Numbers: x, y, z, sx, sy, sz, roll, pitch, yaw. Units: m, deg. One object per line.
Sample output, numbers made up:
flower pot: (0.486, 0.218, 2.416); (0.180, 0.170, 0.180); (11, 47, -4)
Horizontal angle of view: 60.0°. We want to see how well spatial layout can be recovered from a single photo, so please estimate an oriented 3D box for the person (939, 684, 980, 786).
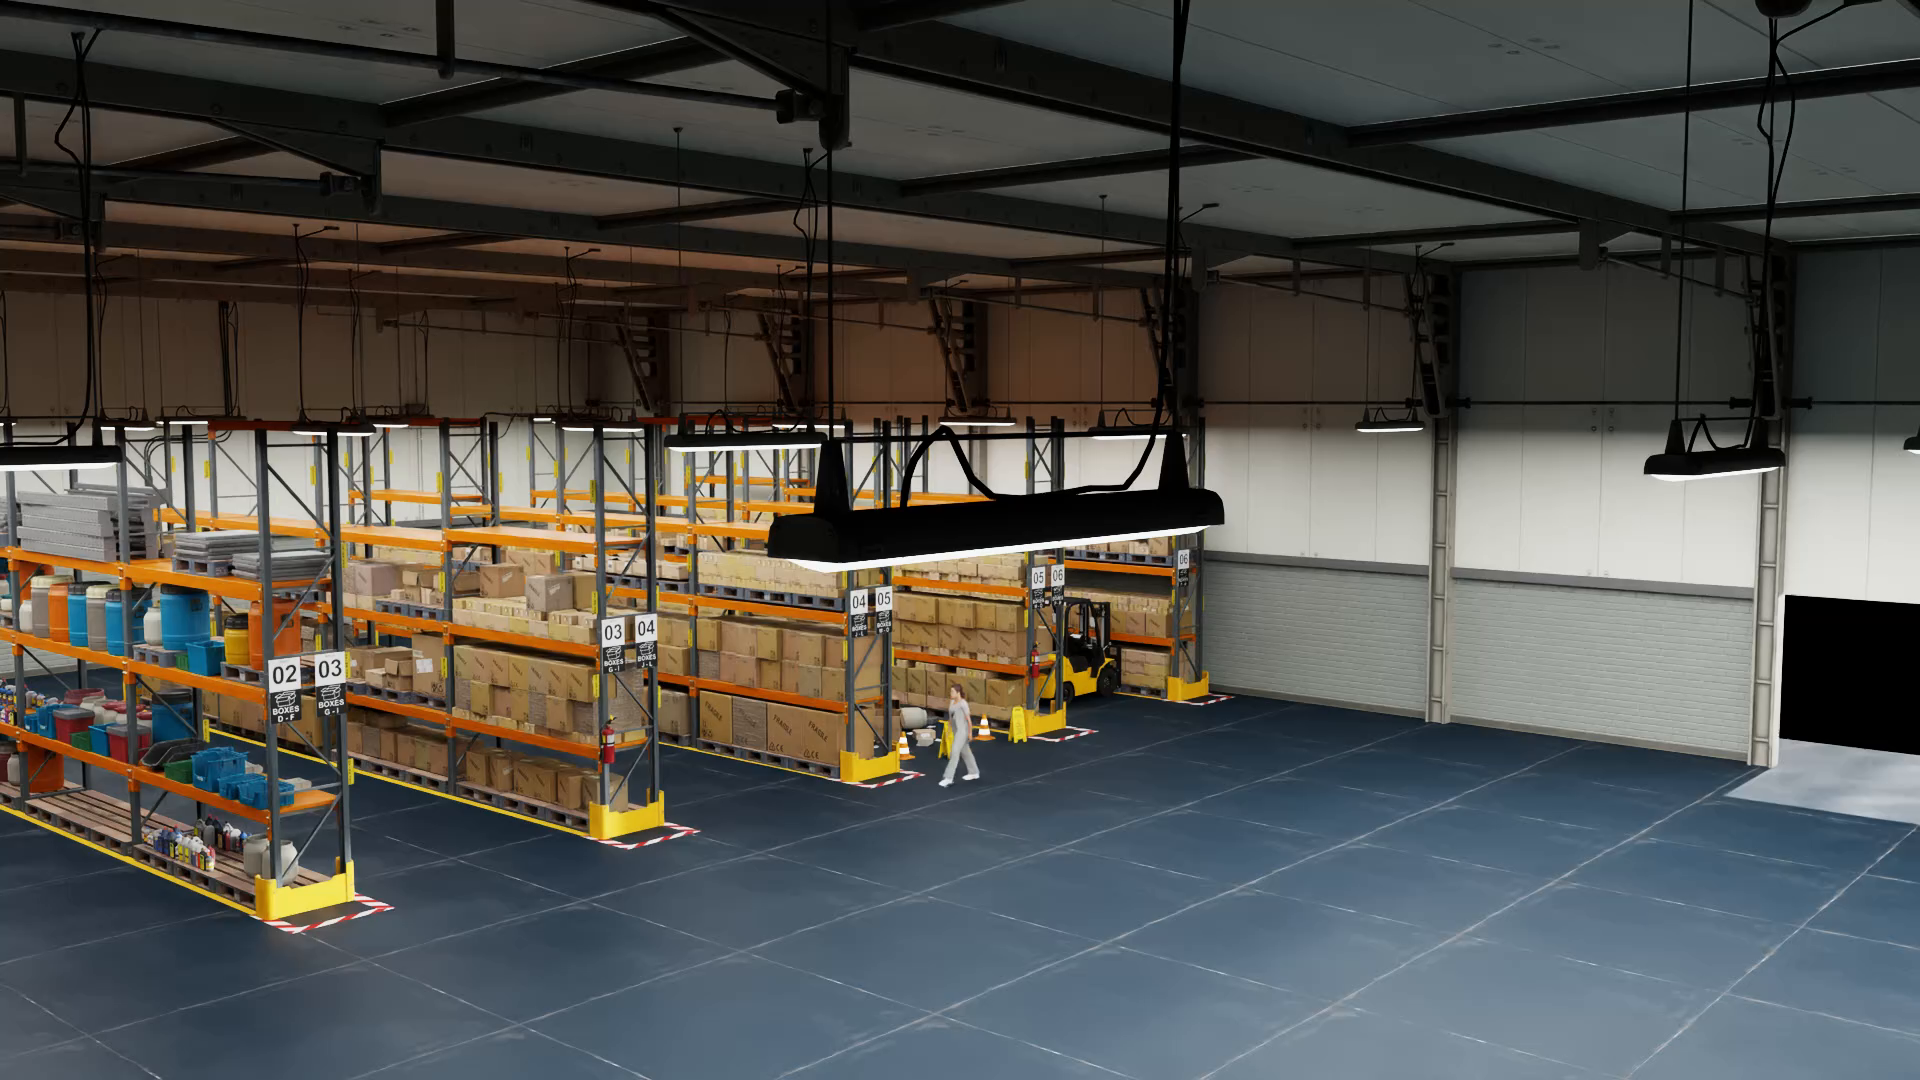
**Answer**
person: (-0.051, 3.202, 27.613); (0.860, 1.625, 0.491); (-2, 5, -26)
